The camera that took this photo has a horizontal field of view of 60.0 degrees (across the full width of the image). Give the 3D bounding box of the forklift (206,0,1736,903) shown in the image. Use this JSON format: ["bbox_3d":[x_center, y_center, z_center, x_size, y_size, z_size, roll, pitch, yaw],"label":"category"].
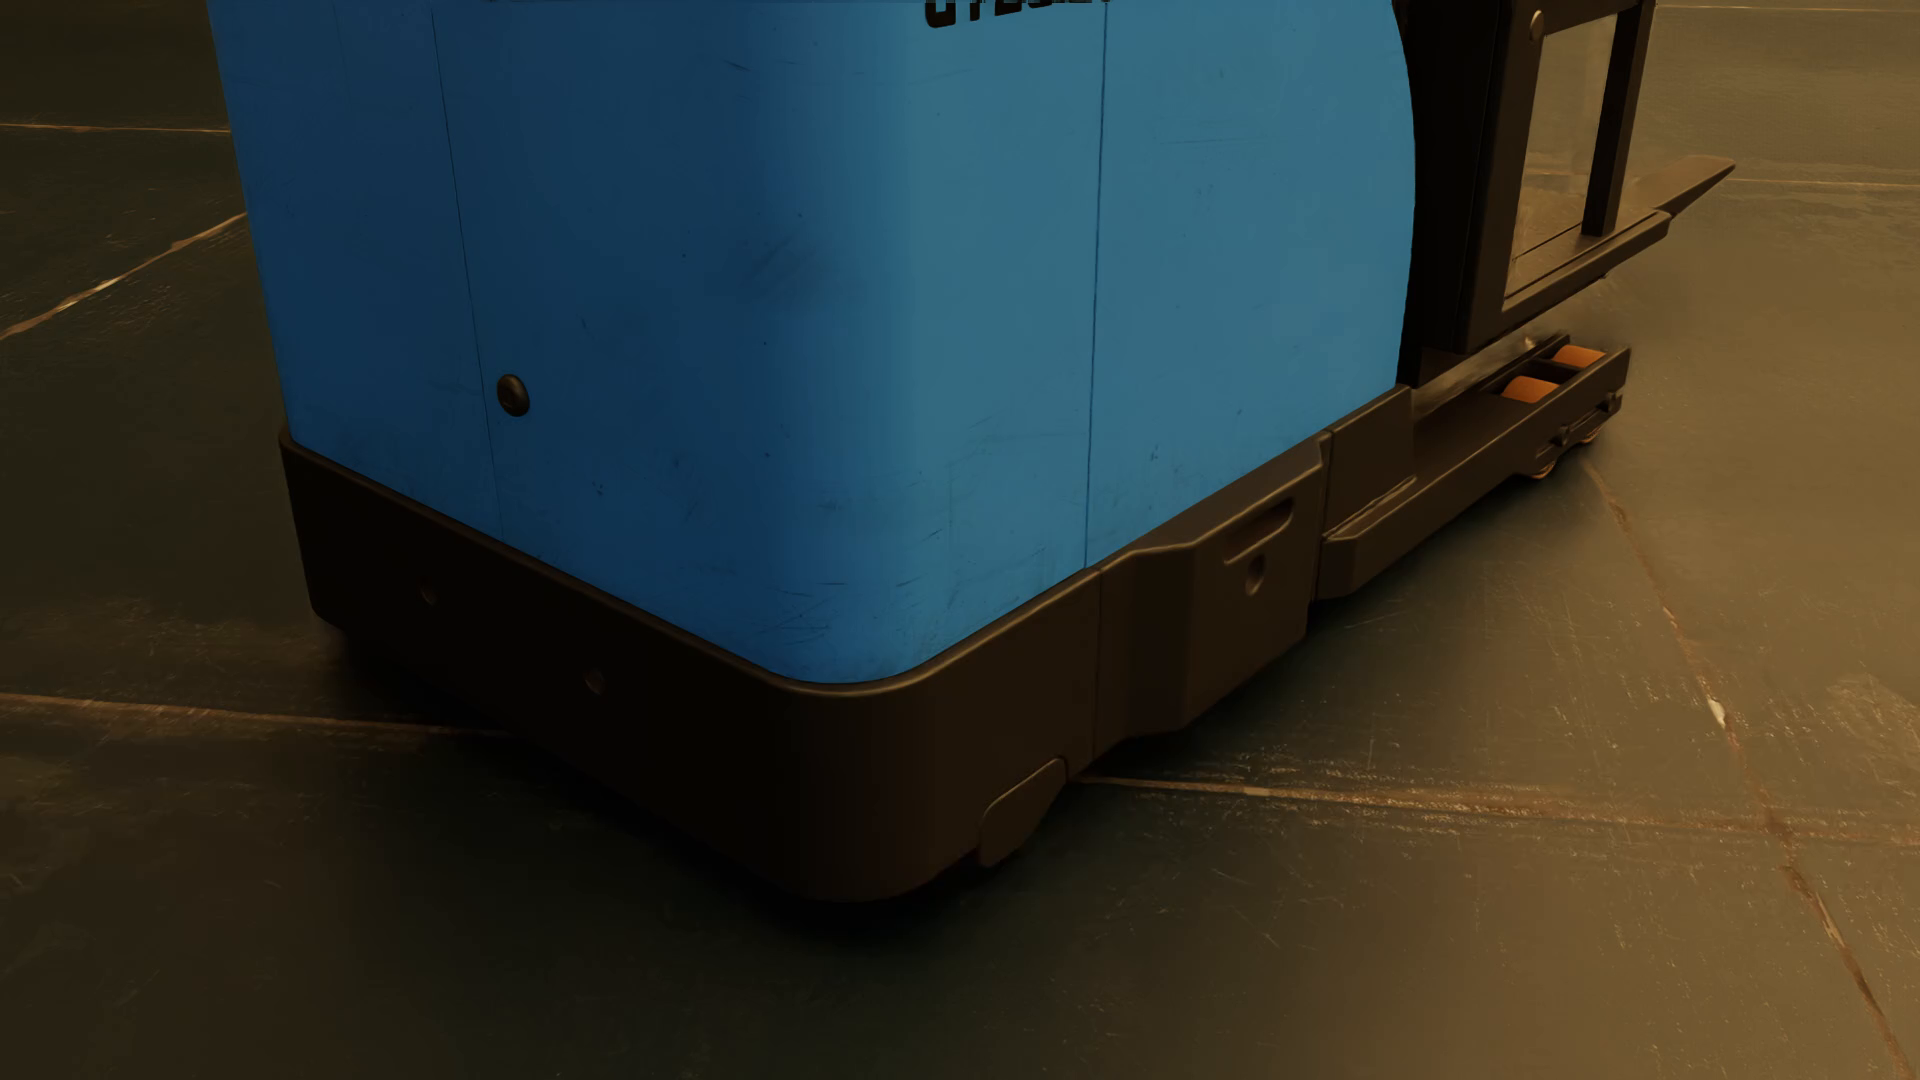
[{"bbox_3d":[0.484,-1.538,2.300,1.130,2.935,3.031,21,33,35],"label":"forklift"}]
